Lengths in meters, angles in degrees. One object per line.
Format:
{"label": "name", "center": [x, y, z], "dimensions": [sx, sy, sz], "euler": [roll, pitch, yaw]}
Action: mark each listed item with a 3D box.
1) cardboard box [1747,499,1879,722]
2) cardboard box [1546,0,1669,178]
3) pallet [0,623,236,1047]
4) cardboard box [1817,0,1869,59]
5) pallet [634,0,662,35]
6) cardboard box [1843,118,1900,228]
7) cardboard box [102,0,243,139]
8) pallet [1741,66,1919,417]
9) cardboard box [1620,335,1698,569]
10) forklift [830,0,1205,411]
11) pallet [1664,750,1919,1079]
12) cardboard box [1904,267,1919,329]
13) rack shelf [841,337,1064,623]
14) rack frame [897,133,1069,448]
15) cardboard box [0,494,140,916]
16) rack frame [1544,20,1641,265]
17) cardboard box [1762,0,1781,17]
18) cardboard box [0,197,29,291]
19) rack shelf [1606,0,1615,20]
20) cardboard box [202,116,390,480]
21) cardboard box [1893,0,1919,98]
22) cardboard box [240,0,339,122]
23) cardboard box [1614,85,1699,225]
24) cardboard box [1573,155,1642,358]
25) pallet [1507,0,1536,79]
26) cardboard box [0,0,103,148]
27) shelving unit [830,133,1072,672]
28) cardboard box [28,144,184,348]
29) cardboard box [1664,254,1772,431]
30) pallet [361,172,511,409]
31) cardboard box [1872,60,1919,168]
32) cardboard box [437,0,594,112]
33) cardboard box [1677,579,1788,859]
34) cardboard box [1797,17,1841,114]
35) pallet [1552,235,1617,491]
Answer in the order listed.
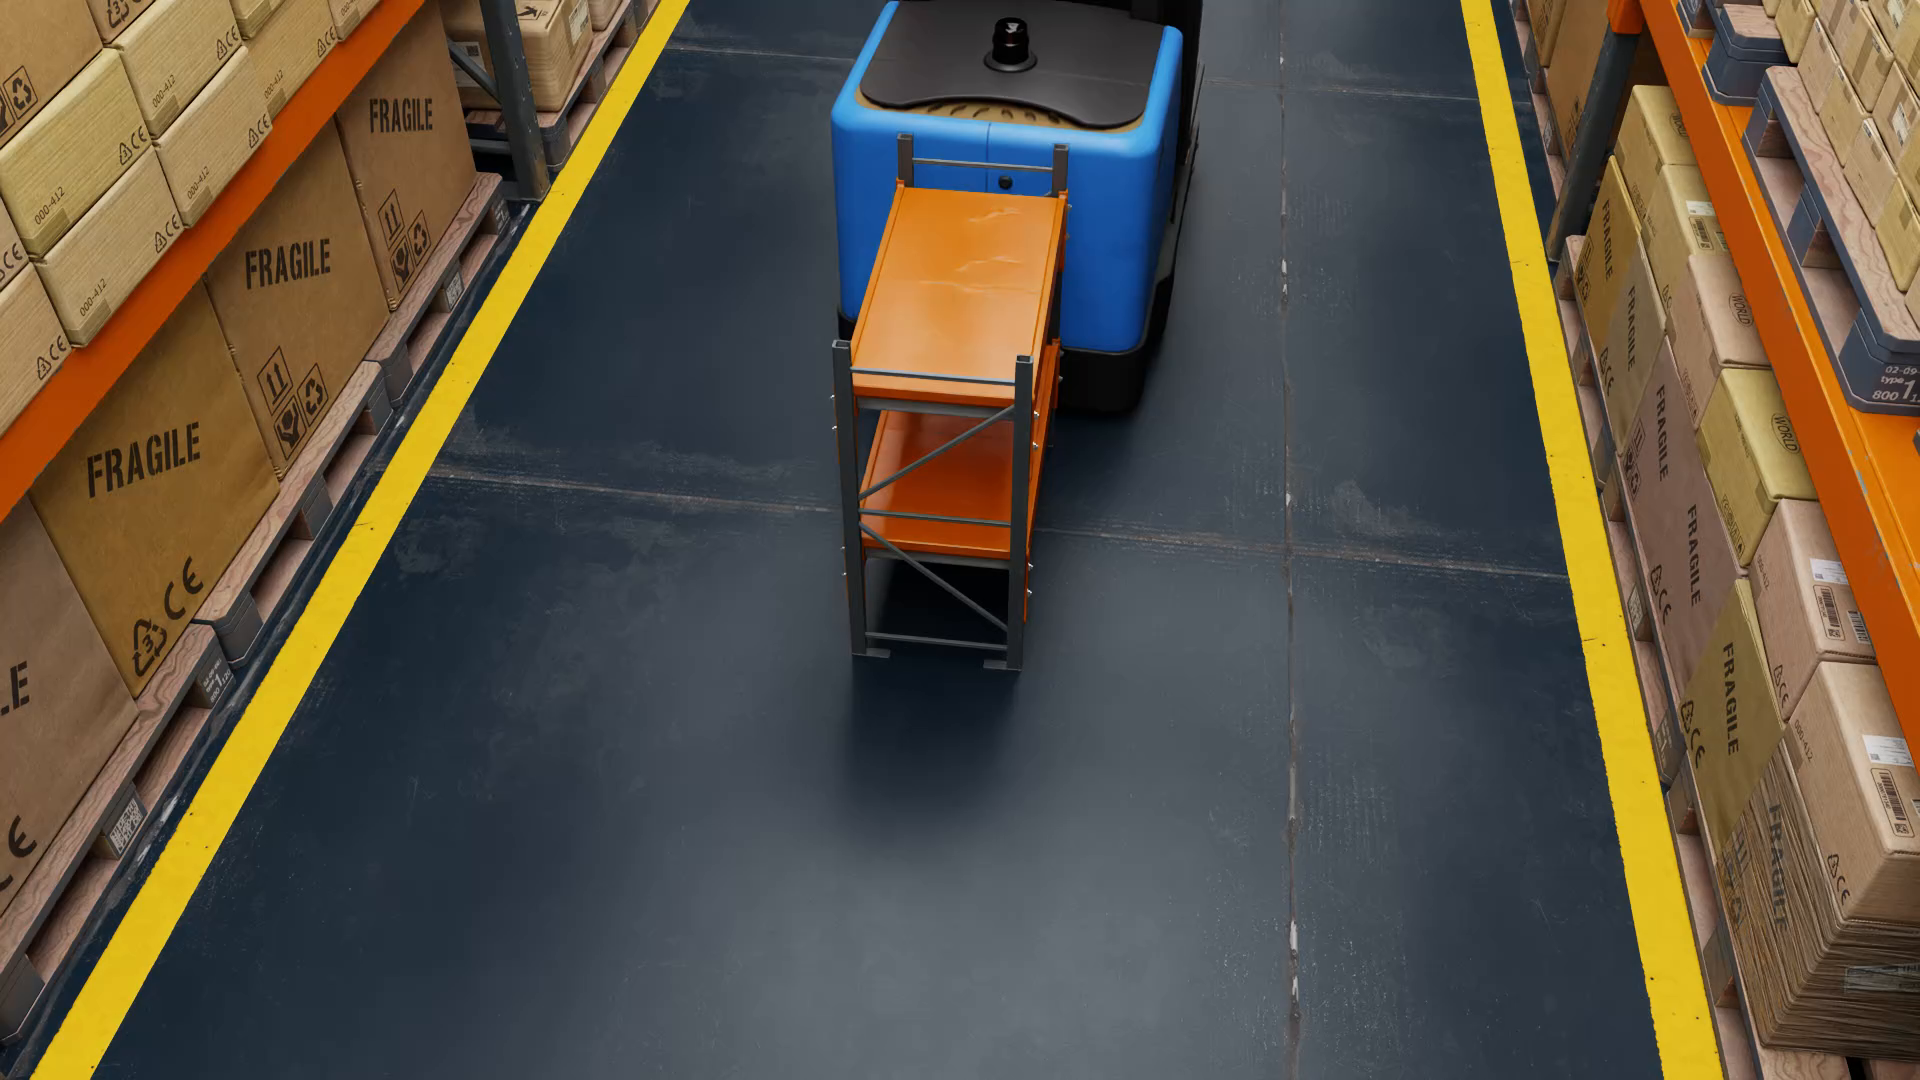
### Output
{"label": "cardboard box", "center": [2.156, 0.187, 3.838], "dimensions": [0.500, 0.250, 0.500], "euler": [7, 44, 7]}
{"label": "cardboard box", "center": [2.925, -1.885, 6.390], "dimensions": [1.050, 0.750, 0.750], "euler": [5, 44, 5]}
{"label": "pallet", "center": [-2.666, 0.683, 4.376], "dimensions": [1.003, 0.211, 1.213], "euler": [5, 44, 6]}
{"label": "cardboard box", "center": [2.360, -1.291, 4.093], "dimensions": [0.380, 0.149, 0.250], "euler": [5, 44, 6]}
{"label": "pallet", "center": [-1.896, -2.872, 8.130], "dimensions": [1.003, 0.211, 1.213], "euler": [5, 44, 6]}
{"label": "cardboard box", "center": [2.287, -0.836, 3.828], "dimensions": [0.380, 0.149, 0.250], "euler": [4, 44, 4]}
{"label": "cardboard box", "center": [-2.157, -1.243, 4.126], "dimensions": [0.500, 0.250, 0.500], "euler": [4, 44, 4]}
{"label": "pallet", "center": [2.534, -0.720, 3.968], "dimensions": [1.003, 0.211, 1.213], "euler": [5, 44, 6]}
{"label": "cardboard box", "center": [2.283, -0.235, 4.829], "dimensions": [0.500, 0.500, 0.500], "euler": [4, 44, 4]}
{"label": "forklift", "center": [0.378, -2.524, 5.783], "dimensions": [1.130, 2.935, 3.031], "euler": [8, 44, 8]}
{"label": "pallet", "center": [2.328, 1.066, 3.971], "dimensions": [1.003, 0.211, 1.213], "euler": [5, 44, 6]}
{"label": "cardboard box", "center": [2.216, -0.474, 3.446], "dimensions": [0.380, 0.149, 0.250], "euler": [4, 44, 4]}
{"label": "rack shelf", "center": [-0.001, -0.226, 5.027], "dimensions": [0.538, 0.278, 1.000], "euler": [5, 44, 6]}
{"label": "rack frame", "center": [0.066, -0.750, 5.224], "dimensions": [0.500, 1.125, 0.032], "euler": [5, 44, 6]}
{"label": "cardboard box", "center": [-2.691, 0.392, 3.894], "dimensions": [0.875, 0.875, 0.875], "euler": [6, 44, 7]}
{"label": "rack frame", "center": [2.755, -2.142, 5.331], "dimensions": [1.000, 3.000, 0.127], "euler": [5, 44, 6]}
{"label": "cardboard box", "center": [2.425, -1.550, 4.583], "dimensions": [0.380, 0.149, 0.250], "euler": [7, 44, 8]}
{"label": "cardboard box", "center": [-2.315, -0.556, 3.401], "dimensions": [0.500, 0.250, 0.500], "euler": [6, 44, 6]}
{"label": "rack shelf", "center": [3.020, -3.244, 7.018], "dimensions": [1.077, 0.370, 4.000], "euler": [5, 44, 6]}
{"label": "cardboard box", "center": [-2.460, -0.834, 5.189], "dimensions": [0.875, 0.875, 0.875], "euler": [6, 44, 6]}
{"label": "cardboard box", "center": [2.293, -1.057, 3.629], "dimensions": [0.380, 0.149, 0.250], "euler": [5, 44, 5]}
{"label": "cardboard box", "center": [-2.109, -1.409, 4.666], "dimensions": [0.500, 0.250, 0.500], "euler": [5, 44, 5]}
{"label": "cardboard box", "center": [2.424, -1.211, 5.315], "dimensions": [0.500, 0.250, 0.500], "euler": [3, 44, 4]}
{"label": "cardboard box", "center": [2.409, -0.928, 5.561], "dimensions": [0.500, 0.500, 0.500], "euler": [4, 44, 4]}
{"label": "pallet", "center": [3.098, -2.489, 7.725], "dimensions": [1.003, 0.211, 1.213], "euler": [5, 44, 6]}
{"label": "cardboard box", "center": [-2.242, -1.161, 3.495], "dimensions": [0.500, 0.500, 0.500], "euler": [4, 44, 4]}
{"label": "shelving unit", "center": [-0.001, -0.404, 4.858], "dimensions": [0.538, 1.125, 1.048], "euler": [5, 44, 6]}
{"label": "cardboard box", "center": [-2.223, -0.719, 3.937], "dimensions": [0.500, 0.250, 0.500], "euler": [5, 44, 5]}
{"label": "cardboard box", "center": [2.279, -0.530, 4.595], "dimensions": [0.500, 0.250, 0.500], "euler": [6, 44, 6]}
{"label": "pallet", "center": [-2.343, -0.980, 6.132], "dimensions": [1.003, 0.211, 1.213], "euler": [5, 44, 6]}
{"label": "cardboard box", "center": [2.292, -0.938, 3.720], "dimensions": [0.380, 0.149, 0.250], "euler": [7, 44, 7]}
{"label": "cardboard box", "center": [-2.080, -2.106, 6.898], "dimensions": [0.950, 0.372, 0.625], "euler": [3, 43, 3]}
{"label": "cardboard box", "center": [2.143, 0.462, 4.093], "dimensions": [0.500, 0.500, 0.500], "euler": [4, 44, 5]}
{"label": "cardboard box", "center": [2.358, -1.184, 4.197], "dimensions": [0.380, 0.149, 0.250], "euler": [7, 44, 7]}
{"label": "pallet", "center": [2.651, -0.597, 5.727], "dimensions": [1.003, 0.211, 1.213], "euler": [5, 44, 6]}
